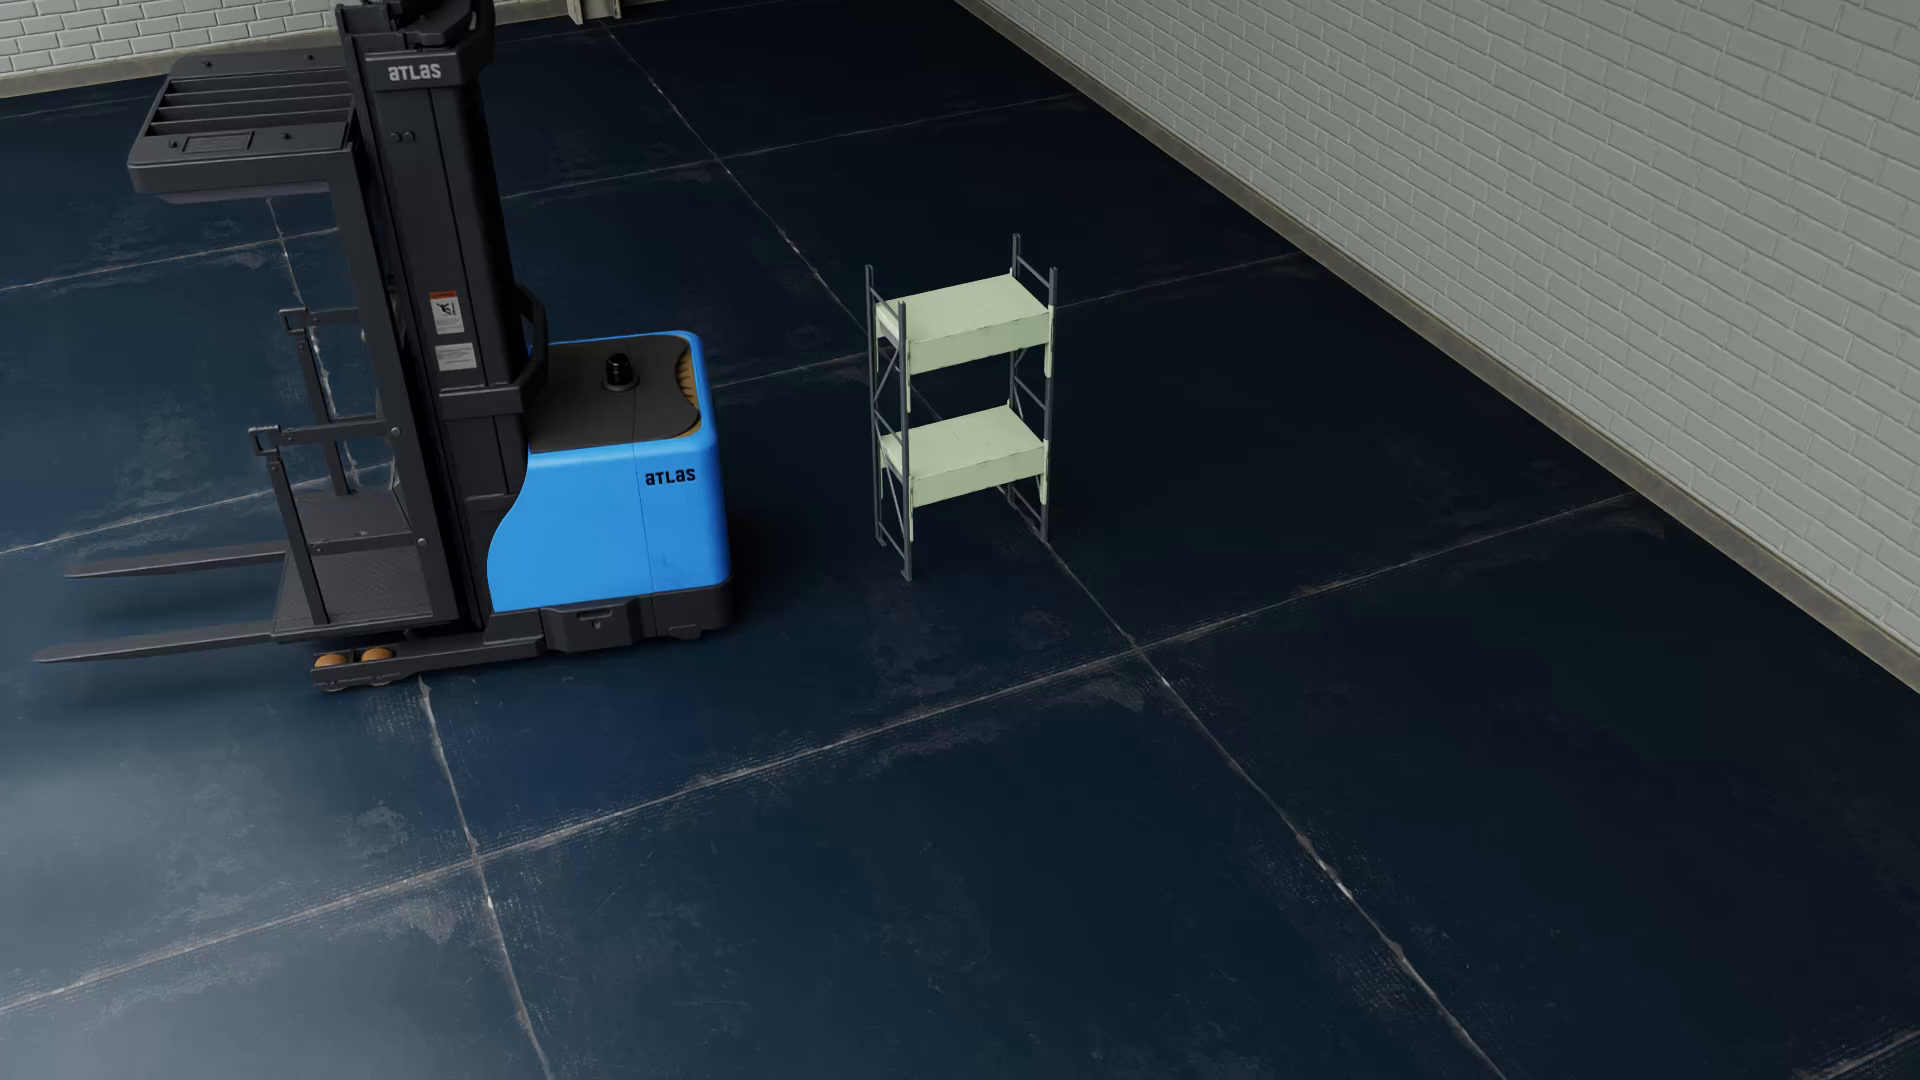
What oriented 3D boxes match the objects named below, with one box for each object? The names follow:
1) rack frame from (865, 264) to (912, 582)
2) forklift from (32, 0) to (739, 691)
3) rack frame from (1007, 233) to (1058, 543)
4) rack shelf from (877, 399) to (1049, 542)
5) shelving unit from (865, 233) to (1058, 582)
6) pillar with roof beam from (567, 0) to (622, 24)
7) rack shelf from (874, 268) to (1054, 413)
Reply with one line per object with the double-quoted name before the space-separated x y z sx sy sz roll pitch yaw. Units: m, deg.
"rack frame" -0.325 -0.511 7.681 0.023 1.500 0.400 -16 39 -20
"forklift" -2.591 -0.853 6.940 3.031 2.935 1.130 -7 37 -9
"rack frame" 0.337 -0.697 7.930 0.023 1.500 0.400 -16 39 -20
"rack shelf" 0.006 -0.342 8.000 0.720 0.370 0.431 -16 39 -20
"shelving unit" 0.006 -0.604 7.805 0.755 1.500 0.431 -16 39 -20
"pillar with roof beam" -1.322 -5.819 8.542 0.400 9.000 9.100 -16 39 -20
"rack shelf" 0.006 -0.918 7.573 0.720 0.370 0.431 -16 39 -20
